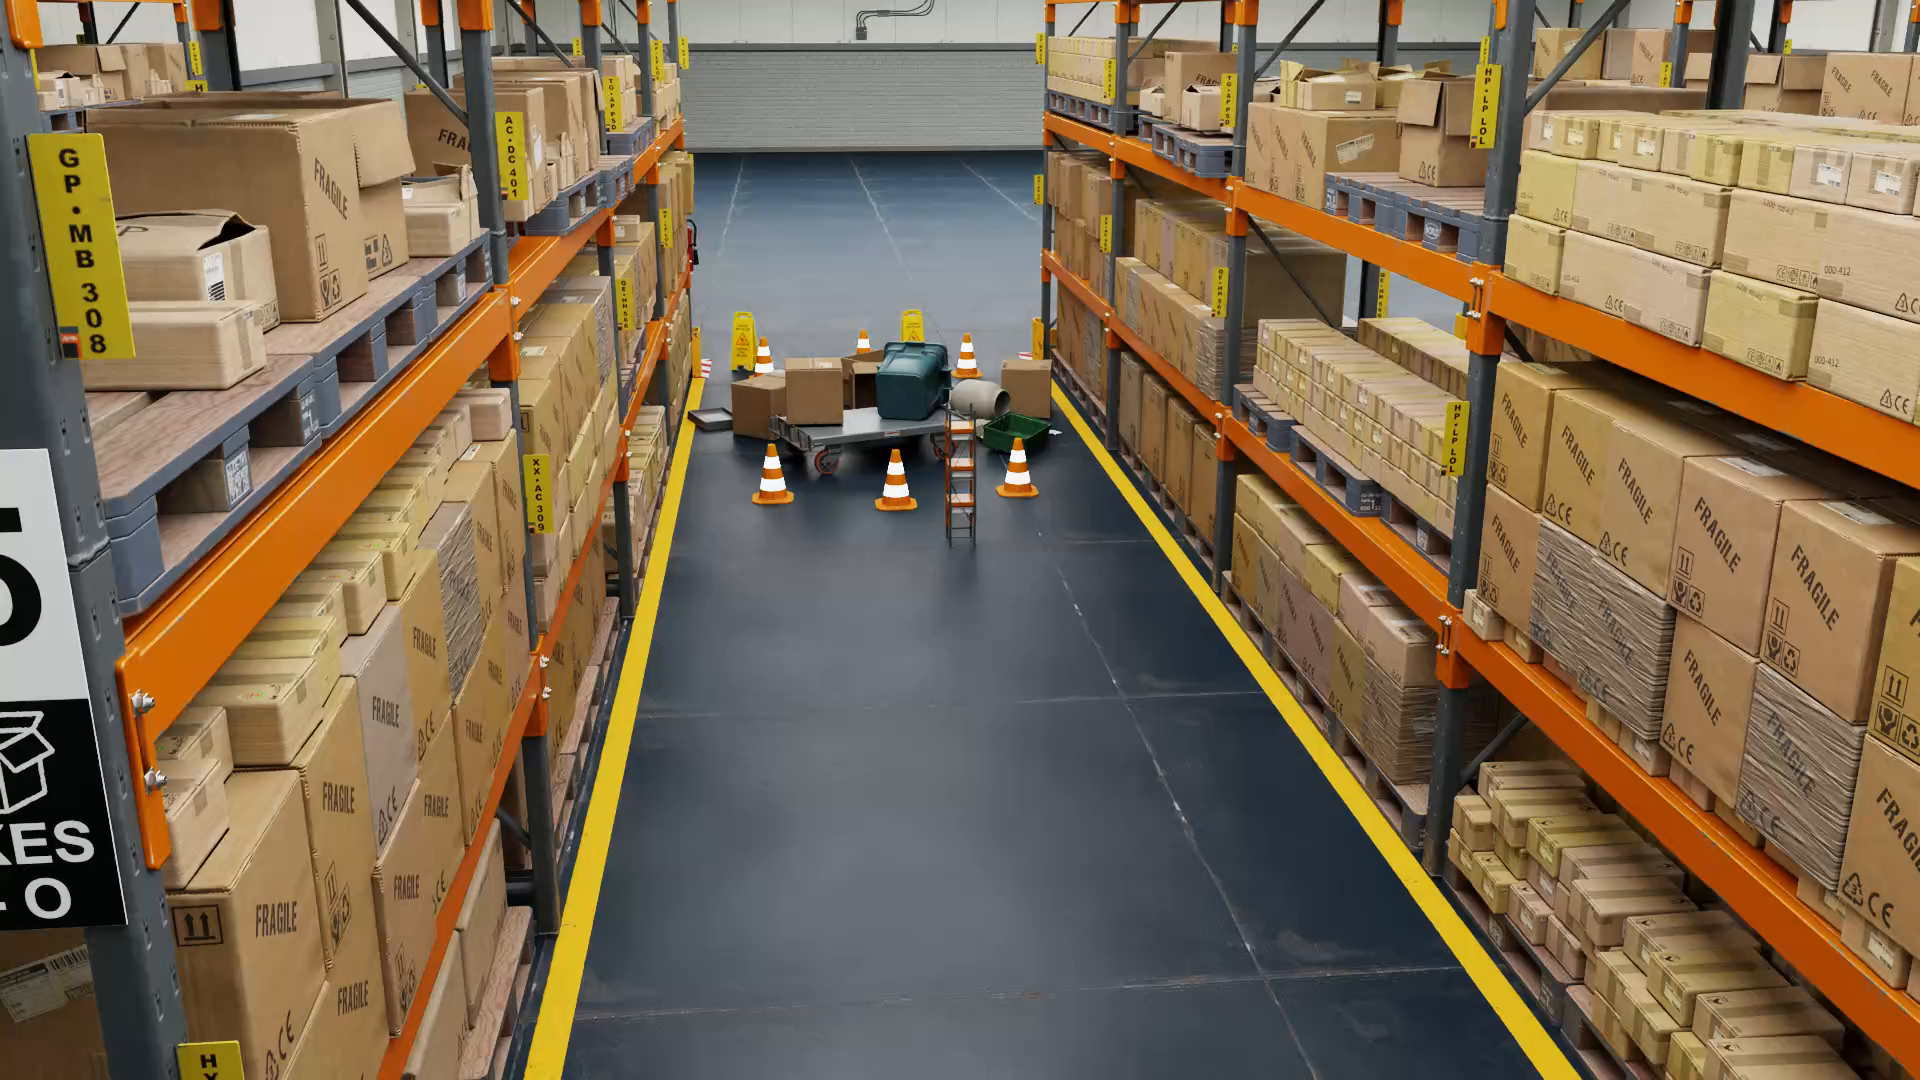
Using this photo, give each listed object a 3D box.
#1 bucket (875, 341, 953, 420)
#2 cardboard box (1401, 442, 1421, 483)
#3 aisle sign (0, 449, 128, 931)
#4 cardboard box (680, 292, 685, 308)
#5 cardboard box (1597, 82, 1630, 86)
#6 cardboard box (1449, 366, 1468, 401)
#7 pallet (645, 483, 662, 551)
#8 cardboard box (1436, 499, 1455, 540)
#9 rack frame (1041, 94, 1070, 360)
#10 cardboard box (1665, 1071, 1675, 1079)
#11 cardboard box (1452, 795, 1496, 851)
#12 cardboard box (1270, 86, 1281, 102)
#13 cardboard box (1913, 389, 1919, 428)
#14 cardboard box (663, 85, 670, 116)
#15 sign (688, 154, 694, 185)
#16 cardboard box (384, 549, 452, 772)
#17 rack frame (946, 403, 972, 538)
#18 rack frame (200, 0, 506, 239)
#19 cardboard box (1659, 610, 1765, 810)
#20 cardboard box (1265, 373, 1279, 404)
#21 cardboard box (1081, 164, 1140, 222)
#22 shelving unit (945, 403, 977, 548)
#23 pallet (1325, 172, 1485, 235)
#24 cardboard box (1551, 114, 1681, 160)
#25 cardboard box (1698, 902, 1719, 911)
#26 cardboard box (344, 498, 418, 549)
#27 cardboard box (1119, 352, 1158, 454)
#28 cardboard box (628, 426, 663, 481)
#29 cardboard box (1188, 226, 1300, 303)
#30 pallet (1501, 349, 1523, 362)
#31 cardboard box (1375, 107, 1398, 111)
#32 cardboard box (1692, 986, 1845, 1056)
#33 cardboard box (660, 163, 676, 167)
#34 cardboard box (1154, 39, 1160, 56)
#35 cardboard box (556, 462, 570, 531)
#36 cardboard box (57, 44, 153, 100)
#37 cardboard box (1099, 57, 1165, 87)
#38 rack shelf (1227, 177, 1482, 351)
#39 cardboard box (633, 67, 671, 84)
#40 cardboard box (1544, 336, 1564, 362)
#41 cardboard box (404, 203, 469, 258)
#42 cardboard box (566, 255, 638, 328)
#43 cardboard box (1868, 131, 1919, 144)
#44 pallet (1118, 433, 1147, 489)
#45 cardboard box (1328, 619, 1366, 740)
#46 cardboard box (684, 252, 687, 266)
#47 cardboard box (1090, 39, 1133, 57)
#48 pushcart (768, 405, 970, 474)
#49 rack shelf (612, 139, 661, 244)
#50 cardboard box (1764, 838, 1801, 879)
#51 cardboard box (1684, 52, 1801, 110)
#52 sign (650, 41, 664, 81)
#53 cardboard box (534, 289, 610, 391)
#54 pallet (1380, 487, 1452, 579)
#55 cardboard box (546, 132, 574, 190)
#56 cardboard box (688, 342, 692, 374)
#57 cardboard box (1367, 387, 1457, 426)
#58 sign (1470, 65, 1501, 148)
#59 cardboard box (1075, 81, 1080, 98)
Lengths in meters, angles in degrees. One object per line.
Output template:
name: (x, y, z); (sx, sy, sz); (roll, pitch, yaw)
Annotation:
bucket: (-0.463, -1.415, 15.103); (0.726, 0.611, 0.620); (4, 28, 13)
cardboard box: (2.381, -0.386, 8.120); (0.380, 0.149, 0.250); (-1, 17, -3)
aisle sign: (-1.535, 0.249, 2.538); (0.394, 0.787, 0.004); (-2, 18, -6)
cardboard box: (-3.012, -2.433, 16.975); (0.380, 0.149, 0.250); (-1, 17, -5)
cardboard box: (6.412, -4.358, 16.127); (0.380, 0.149, 0.250); (-1, 17, -4)
cardboard box: (2.921, -0.860, 9.133); (0.380, 0.149, 0.250); (-1, 17, -4)
pallet: (-2.858, -0.172, 12.873); (1.003, 0.211, 1.213); (-2, 18, -6)
cardboard box: (2.432, -0.091, 7.678); (0.380, 0.149, 0.250); (-2, 18, -7)
rack frame: (1.432, -3.474, 18.734); (1.000, 3.000, 0.127); (-2, 18, -6)
cardboard box: (2.616, 1.919, 5.616); (0.380, 0.149, 0.250); (-1, 17, -5)
cardboard box: (2.389, 1.237, 7.290); (0.380, 0.149, 0.250); (-1, 17, -3)
cardboard box: (2.401, -2.949, 11.336); (0.500, 0.311, 0.500); (-2, 18, -6)
cardboard box: (2.712, -0.345, 4.012); (0.500, 0.250, 0.500); (-2, 18, -6)
cardboard box: (-2.943, -4.043, 15.293); (0.500, 0.250, 0.500); (-2, 18, -5)
sign: (-2.927, -4.005, 17.966); (0.100, 0.325, 0.005); (-2, 18, -6)
cardboard box: (-1.771, 0.344, 4.736); (0.500, 0.500, 0.500); (-2, 18, -5)
rack frame: (-0.007, -0.521, 12.585); (0.200, 1.050, 0.008); (-2, 18, -6)
rack frame: (-2.244, -2.578, 5.864); (1.000, 3.000, 0.127); (-2, 18, -6)
cardboard box: (2.629, 0.525, 5.335); (0.500, 0.500, 0.500); (-1, 17, -3)
cardboard box: (2.130, -0.951, 10.417); (0.380, 0.149, 0.250); (-1, 17, -3)
cardboard box: (1.687, -3.463, 16.646); (0.875, 0.550, 0.500); (-2, 18, -6)
shelving unit: (0.006, -0.485, 12.469); (0.215, 1.050, 0.252); (-2, 18, -6)
pallet: (2.602, -1.736, 8.505); (1.213, 0.211, 1.003); (-2, 18, -6)
cardboard box: (2.454, -1.510, 6.223); (0.380, 0.149, 0.250); (-3, 18, -8)
cardboard box: (3.078, 1.516, 6.402); (0.380, 0.149, 0.250); (-1, 17, -4)
cardboard box: (-1.786, -0.012, 4.789); (0.380, 0.149, 0.250); (-2, 18, -6)
cardboard box: (1.998, -1.227, 14.632); (1.050, 0.750, 0.750); (-2, 18, -6)
cardboard box: (-2.935, -0.675, 13.506); (0.950, 0.372, 0.625); (-1, 17, -2)
cardboard box: (2.112, -2.052, 12.370); (0.700, 0.500, 0.500); (-2, 18, -6)
pallet: (6.432, -2.001, 18.697); (1.003, 0.211, 1.213); (-2, 18, -6)
cardboard box: (2.633, -2.258, 9.687); (0.500, 0.500, 0.500); (-2, 18, -6)
cardboard box: (2.690, 1.630, 5.542); (0.380, 0.149, 0.250); (-2, 18, -7)
cardboard box: (-3.098, -3.359, 16.036); (0.700, 0.500, 0.500); (-2, 18, -6)
cardboard box: (2.038, -4.644, 15.675); (0.380, 0.149, 0.250); (-2, 17, -5)
cardboard box: (-2.090, -0.177, 7.648); (0.500, 0.250, 0.500); (-2, 17, -5)
cardboard box: (-8.124, -4.430, 15.739); (0.700, 0.500, 0.500); (-2, 18, -5)
cardboard box: (1.538, -4.170, 14.830); (0.500, 0.250, 0.500); (-2, 18, -6)
rack shelf: (2.463, -1.582, 8.902); (1.077, 0.370, 4.000); (-2, 18, -6)
cardboard box: (-2.961, -4.435, 15.876); (0.380, 0.149, 0.250); (-1, 17, -4)
cardboard box: (6.565, -2.054, 17.683); (0.500, 0.500, 0.500); (0, 17, 0)
cardboard box: (-1.832, -1.016, 5.448); (0.380, 0.149, 0.250); (-1, 17, -4)
cardboard box: (-2.595, -1.751, 11.883); (0.500, 0.500, 0.500); (-1, 17, -5)
cardboard box: (3.133, -1.217, 5.289); (0.380, 0.149, 0.250); (-2, 18, -6)
pallet: (1.999, -0.724, 14.631); (1.003, 0.211, 1.213); (-2, 18, -6)
cardboard box: (2.290, 0.728, 8.822); (0.500, 0.500, 0.500); (-2, 18, -7)
cardboard box: (-3.093, -2.994, 17.625); (0.380, 0.149, 0.250); (-2, 18, -6)
cardboard box: (1.413, -4.545, 15.360); (0.380, 0.149, 0.250); (-1, 17, -5)
pushcart: (-0.806, -0.933, 15.019); (1.648, 0.377, 0.936); (-8, 19, -25)
rack shelf: (-2.862, -2.591, 12.115); (1.077, 0.370, 4.000); (-2, 18, -6)
cardboard box: (2.722, 0.938, 5.100); (0.380, 0.149, 0.250); (-3, 18, -8)
cardboard box: (6.738, -3.943, 14.346); (0.797, 0.503, 0.637); (-3, 18, -8)
sign: (-2.517, -3.983, 13.827); (0.100, 0.325, 0.005); (-2, 18, -6)
cardboard box: (-2.282, -1.133, 9.443); (0.500, 0.500, 0.500); (-1, 17, -5)
pallet: (2.735, -0.039, 8.114); (1.003, 0.211, 1.213); (-2, 18, -6)
cardboard box: (-2.084, -1.838, 8.039); (0.396, 0.266, 0.258); (0, 17, -1)
cardboard box: (-3.128, -1.939, 17.736); (0.500, 0.250, 0.500); (-2, 18, -6)
cardboard box: (2.332, -0.685, 8.576); (0.380, 0.149, 0.250); (-2, 18, -7)
sign: (2.118, -1.746, 6.702); (0.100, 0.325, 0.005); (-2, 18, -6)
cardboard box: (1.331, -4.395, 16.211); (0.380, 0.149, 0.250); (-2, 18, -6)
